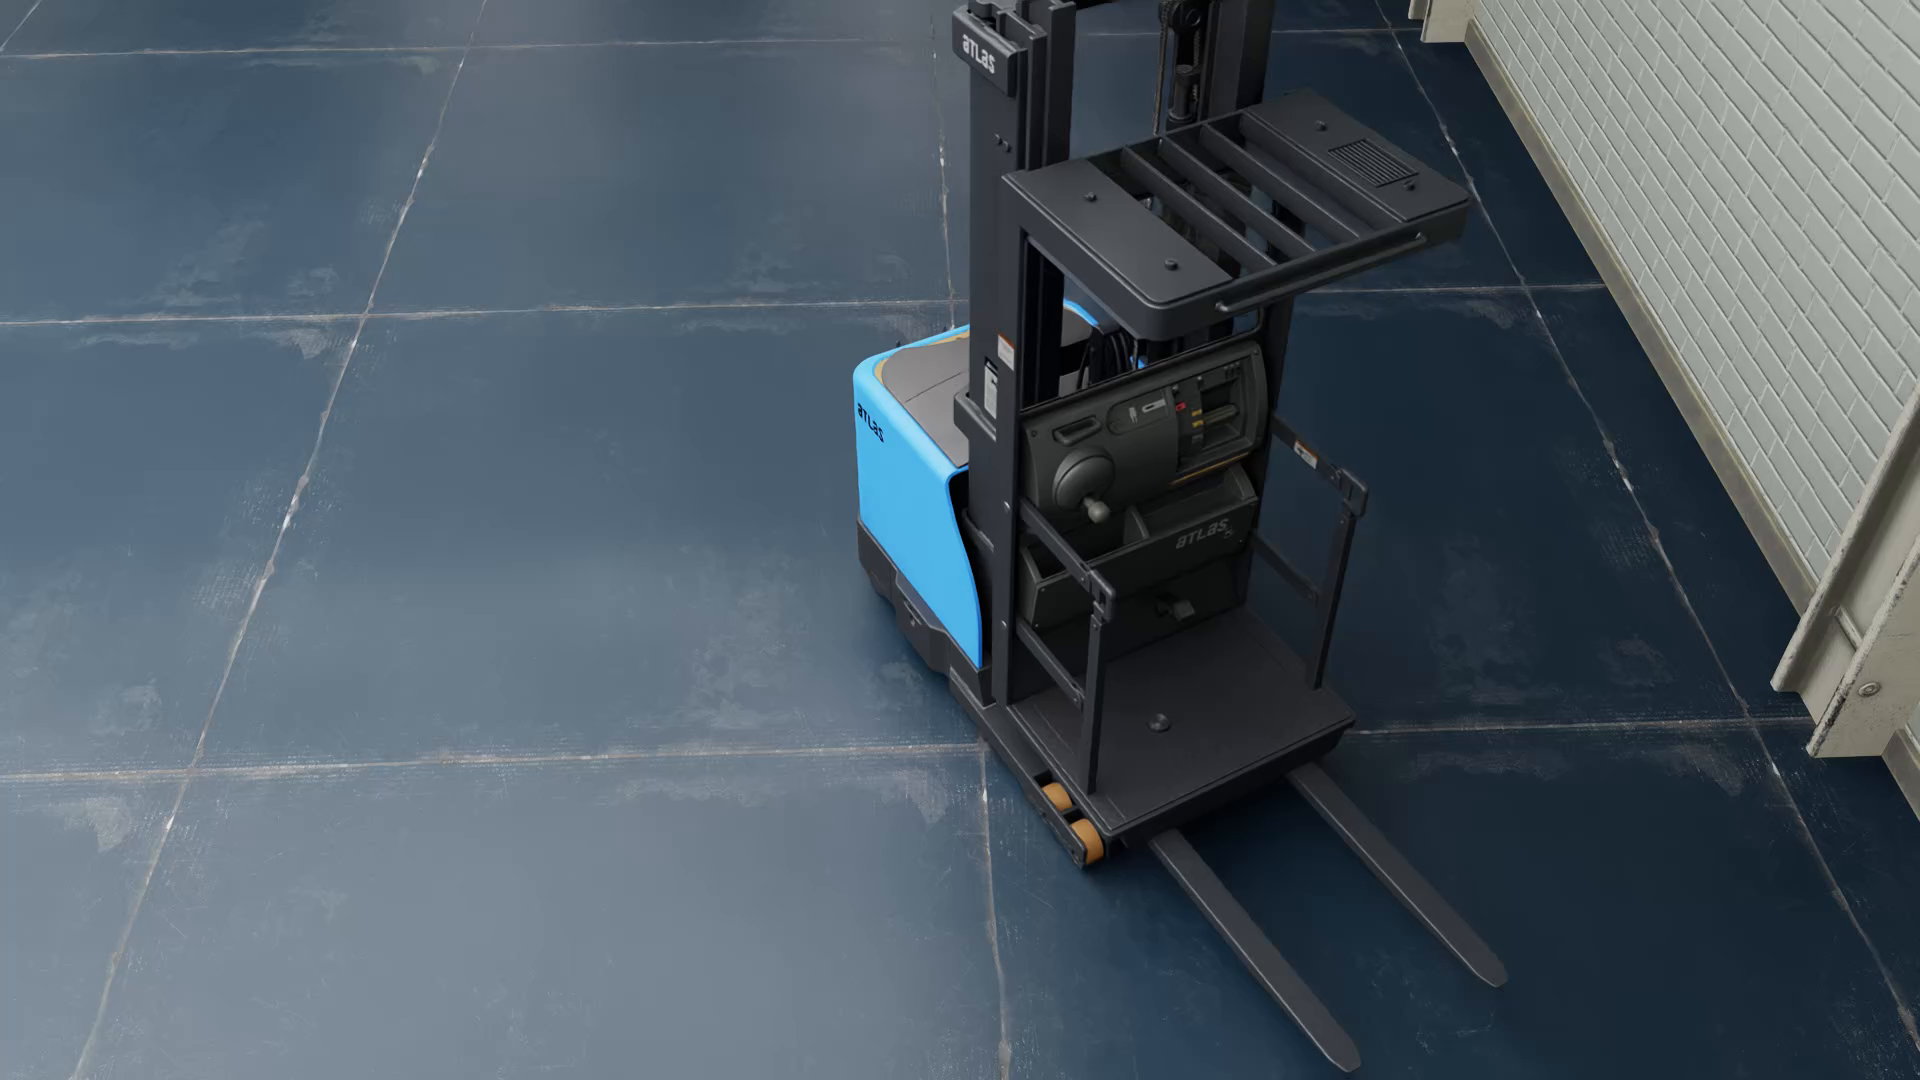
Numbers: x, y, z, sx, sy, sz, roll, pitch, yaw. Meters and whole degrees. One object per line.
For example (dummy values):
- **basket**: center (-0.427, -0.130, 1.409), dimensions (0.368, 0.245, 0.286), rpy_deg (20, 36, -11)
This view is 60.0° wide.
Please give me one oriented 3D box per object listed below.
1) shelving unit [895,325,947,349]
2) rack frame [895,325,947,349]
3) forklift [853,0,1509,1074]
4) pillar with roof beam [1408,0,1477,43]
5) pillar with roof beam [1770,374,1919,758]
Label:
- **shelving unit**: center (-0.109, -0.459, 7.085), dimensions (0.258, 0.900, 0.210), rpy_deg (-21, 47, -21)
- **rack frame**: center (-0.159, -0.519, 7.150), dimensions (0.240, 0.900, 0.006), rpy_deg (-21, 47, -21)
- **forklift**: center (0.737, -0.271, 5.377), dimensions (1.130, 2.935, 3.031), rpy_deg (-21, 47, -21)
- **pillar with roof beam**: center (-1.162, -6.553, 7.739), dimensions (9.100, 9.000, 0.400), rpy_deg (-2, 43, -2)
- **pillar with roof beam**: center (-0.908, -2.502, 3.320), dimensions (9.100, 9.000, 0.400), rpy_deg (-2, 43, -2)
